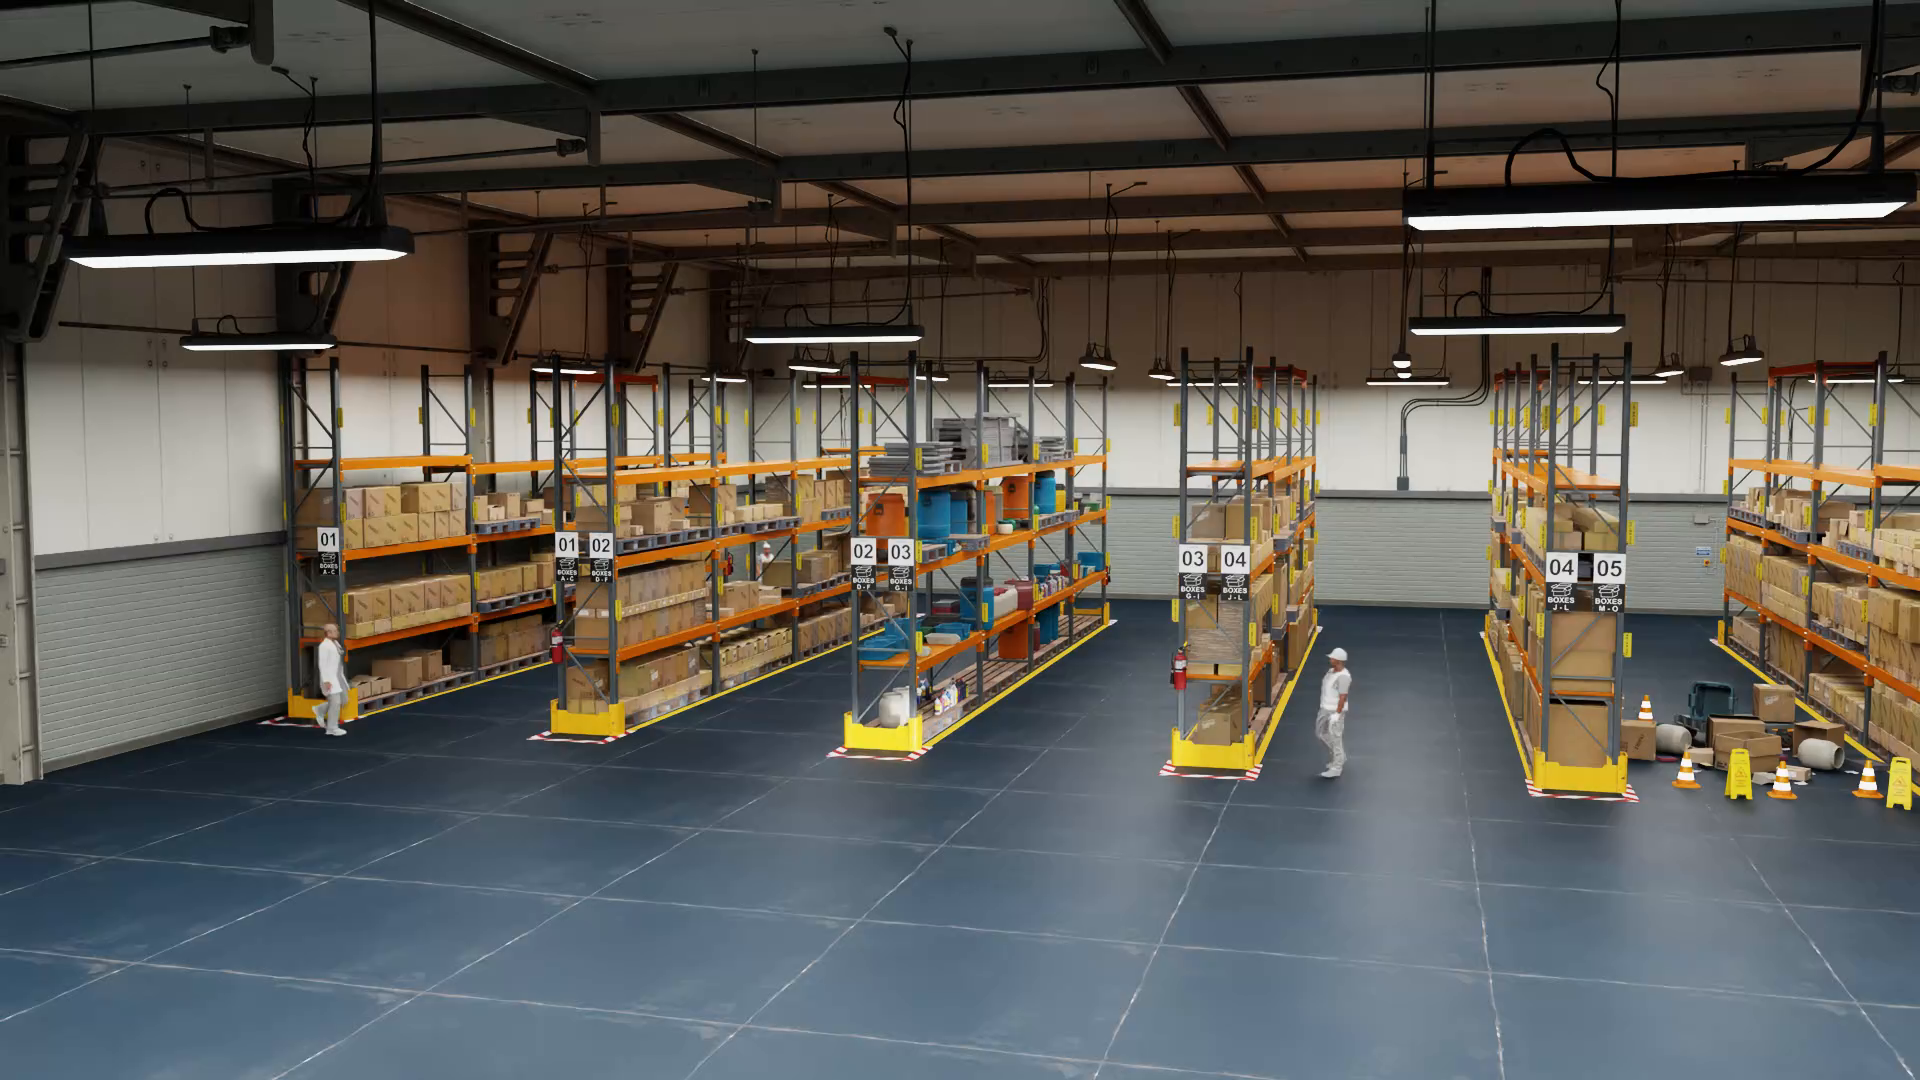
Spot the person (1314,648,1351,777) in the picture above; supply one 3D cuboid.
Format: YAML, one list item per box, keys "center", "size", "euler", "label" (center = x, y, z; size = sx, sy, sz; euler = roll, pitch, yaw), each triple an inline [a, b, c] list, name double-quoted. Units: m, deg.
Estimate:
- center: [5.226, 2.393, 23.306]
  size: [0.530, 1.781, 0.647]
  euler: [-1, 4, -16]
  label: "person"

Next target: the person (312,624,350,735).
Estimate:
- center: [-9.966, 2.189, 26.186]
  size: [0.709, 1.749, 0.645]
  euler: [1, 4, 16]
  label: "person"

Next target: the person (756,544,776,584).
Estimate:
- center: [-4.957, 0.953, 43.013]
  size: [0.615, 1.720, 1.068]
  euler: [-1, 4, -16]
  label: "person"
